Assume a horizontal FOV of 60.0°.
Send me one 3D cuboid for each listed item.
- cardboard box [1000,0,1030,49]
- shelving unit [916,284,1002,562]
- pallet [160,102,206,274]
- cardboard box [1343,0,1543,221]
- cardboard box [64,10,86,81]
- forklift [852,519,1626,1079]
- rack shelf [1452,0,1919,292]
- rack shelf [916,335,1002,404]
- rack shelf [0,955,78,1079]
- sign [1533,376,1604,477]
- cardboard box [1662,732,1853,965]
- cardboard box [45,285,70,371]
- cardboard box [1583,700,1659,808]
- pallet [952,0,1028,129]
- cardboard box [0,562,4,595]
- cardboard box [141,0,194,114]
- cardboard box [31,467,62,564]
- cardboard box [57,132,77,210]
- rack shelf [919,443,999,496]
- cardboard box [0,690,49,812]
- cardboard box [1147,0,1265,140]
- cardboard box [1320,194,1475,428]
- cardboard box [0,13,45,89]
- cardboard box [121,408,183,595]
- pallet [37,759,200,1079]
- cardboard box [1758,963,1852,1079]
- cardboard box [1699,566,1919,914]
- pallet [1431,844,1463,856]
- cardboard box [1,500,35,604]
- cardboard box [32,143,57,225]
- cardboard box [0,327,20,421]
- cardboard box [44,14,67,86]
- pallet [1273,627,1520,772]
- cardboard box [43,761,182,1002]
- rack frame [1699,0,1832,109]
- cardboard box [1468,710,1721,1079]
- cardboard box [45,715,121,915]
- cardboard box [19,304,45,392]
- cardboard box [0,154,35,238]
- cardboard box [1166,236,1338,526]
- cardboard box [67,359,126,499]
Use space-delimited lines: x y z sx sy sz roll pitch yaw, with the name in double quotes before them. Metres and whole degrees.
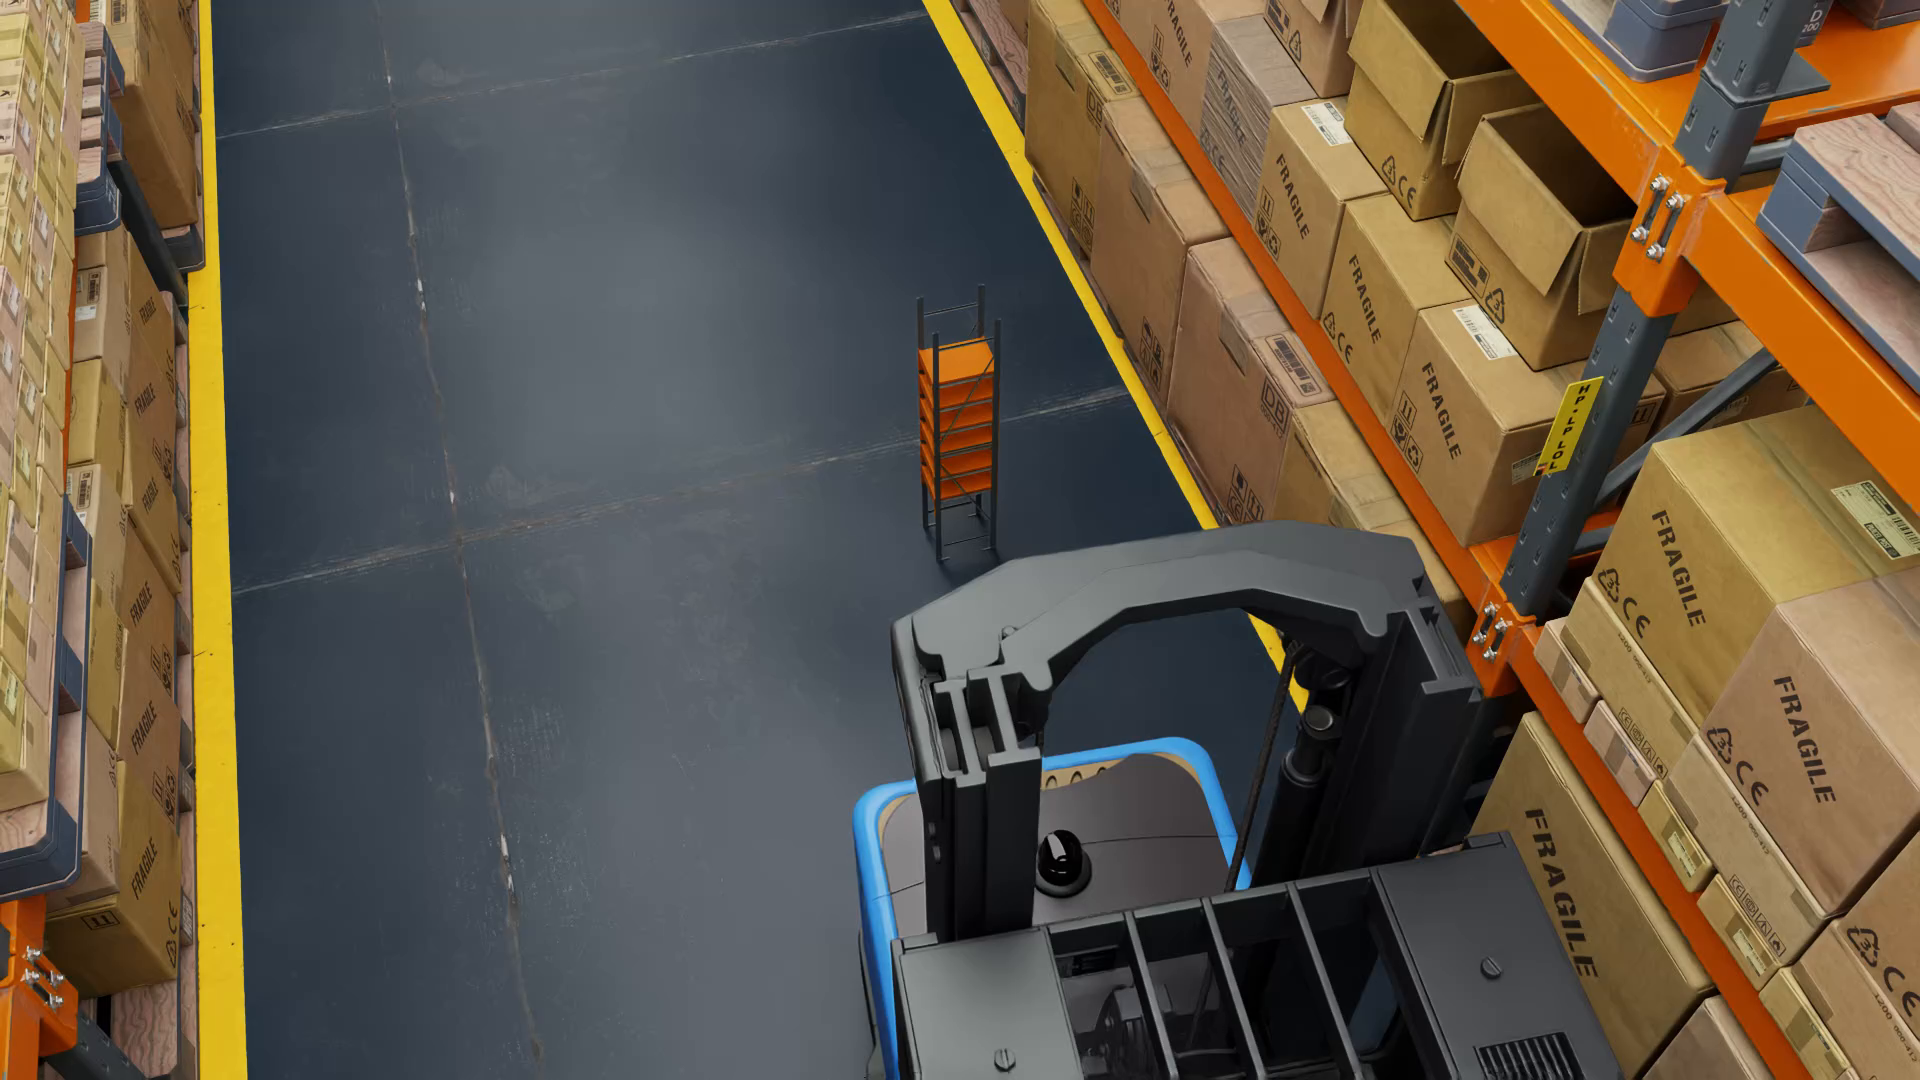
"cardboard box" 0.618 -2.801 8.287 0.700 0.500 0.500 -16 52 -13
"shelving unit" -0.004 -0.397 6.090 0.258 1.200 0.189 -13 51 -11
"pallet" -4.094 -1.627 7.773 1.003 0.211 1.213 -13 51 -11
"cardboard box" 1.630 -1.383 5.022 0.797 0.503 0.637 -13 51 -11
"cardboard box" -3.348 -1.731 5.927 0.380 0.149 0.250 -13 51 -10
"forklift" 0.475 1.469 3.384 1.130 2.935 3.031 -8 50 -7
"rack shelf" 1.427 -2.255 4.987 1.077 0.370 4.000 -13 51 -11
"rack shelf" -0.004 -0.601 5.849 0.258 0.103 0.180 -13 51 -11
"rack shelf" -2.158 2.681 2.788 1.077 0.370 4.000 -13 51 -11
"sign" 1.503 -0.277 4.106 0.100 0.325 0.005 -13 51 -11
"cardboard box" 2.049 0.660 3.925 0.500 0.250 0.500 -14 51 -11
"cardboard box" -2.890 -0.595 4.969 0.380 0.149 0.250 -15 52 -13
"cardboard box" 1.866 0.505 4.316 0.380 0.149 0.250 -15 51 -12
"pallet" 0.606 -2.653 8.638 1.003 0.211 1.213 -13 51 -11
"cardboard box" -2.515 0.149 3.953 0.380 0.149 0.250 -12 51 -10
"cardboard box" -4.289 -2.446 7.837 1.050 0.750 0.750 -13 51 -10
"cardboard box" -2.658 -0.026 4.489 0.380 0.149 0.250 -13 51 -11
"cardboard box" -3.129 -1.178 5.461 0.380 0.149 0.250 -14 51 -11
"rack shelf" -0.004 -0.291 6.216 0.258 0.103 0.180 -13 51 -11
"cardboard box" -2.427 0.543 4.010 0.380 0.149 0.250 -16 52 -13
"cardboard box" 1.029 -1.847 6.069 0.500 0.500 0.500 -14 51 -12
"cardboard box" 1.479 -0.734 5.131 0.500 0.500 0.500 -12 51 -10
"cardboard box" -3.200 -1.549 5.385 0.380 0.149 0.250 -12 51 -10
"cardboard box" -3.166 -0.078 6.004 0.500 0.500 0.500 -15 52 -13
"pallet" -2.981 1.319 5.290 1.003 0.211 1.213 -13 51 -11
"cardboard box" 2.099 1.076 3.835 0.380 0.149 0.250 -14 51 -11
"cardboard box" 2.054 0.421 3.636 0.500 0.500 0.500 -13 51 -11
"pallet" 2.168 1.413 5.211 1.003 0.211 1.213 -13 51 -11
"cardboard box" -2.582 0.069 4.214 0.380 0.149 0.250 -12 51 -10
"cardboard box" -3.046 -1.074 5.178 0.380 0.149 0.250 -14 51 -11
"cardboard box" -2.736 -0.409 4.423 0.380 0.149 0.250 -14 51 -11
"cardboard box" -3.271 -1.631 5.648 0.380 0.149 0.250 -12 51 -10
"pallet" 1.718 0.293 6.154 1.003 0.211 1.213 -13 51 -11
"cardboard box" -2.715 1.059 5.045 0.500 0.500 0.500 -12 51 -10
"rack frame" 2.018 -1.993 2.334 1.000 3.000 0.127 -13 51 -11
"cardboard box" 2.137 0.991 4.858 0.875 0.875 0.875 -13 51 -11
"cardboard box" -2.716 0.818 4.758 0.500 0.250 0.500 -15 52 -13
"cardboard box" -2.820 -0.511 4.703 0.380 0.149 0.250 -14 51 -12
"cardboard box" -2.970 -0.980 4.904 0.380 0.149 0.250 -11 51 -9
"cardboard box" 1.545 -0.625 6.220 1.225 0.875 0.875 -15 51 -12
"cardboard box" -3.185 -0.323 5.720 0.500 0.250 0.500 -12 51 -10
